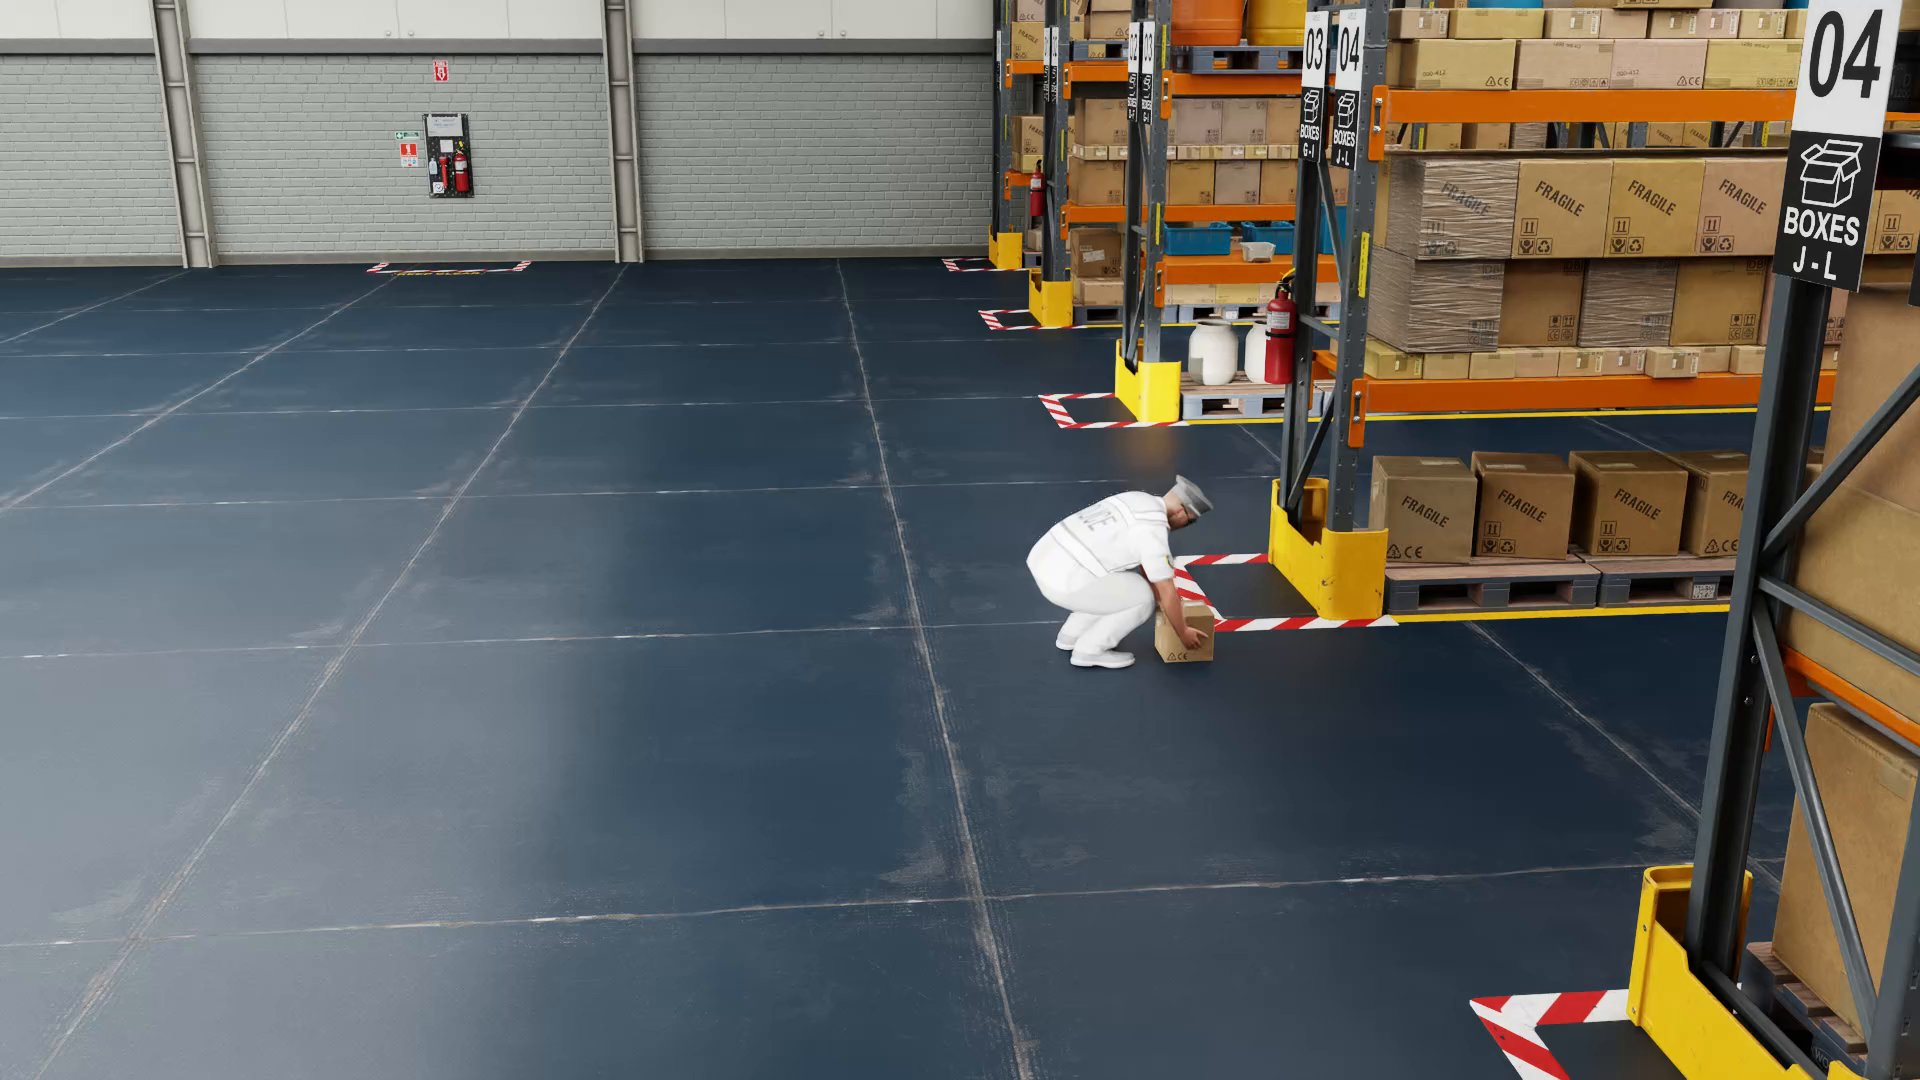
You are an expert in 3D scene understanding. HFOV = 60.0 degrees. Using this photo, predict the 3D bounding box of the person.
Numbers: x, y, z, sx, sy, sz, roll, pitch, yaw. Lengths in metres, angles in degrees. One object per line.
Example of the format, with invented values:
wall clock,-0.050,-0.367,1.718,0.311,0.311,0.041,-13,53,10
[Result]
person,0.820,0.149,8.480,0.954,0.931,0.552,-2,17,-6
